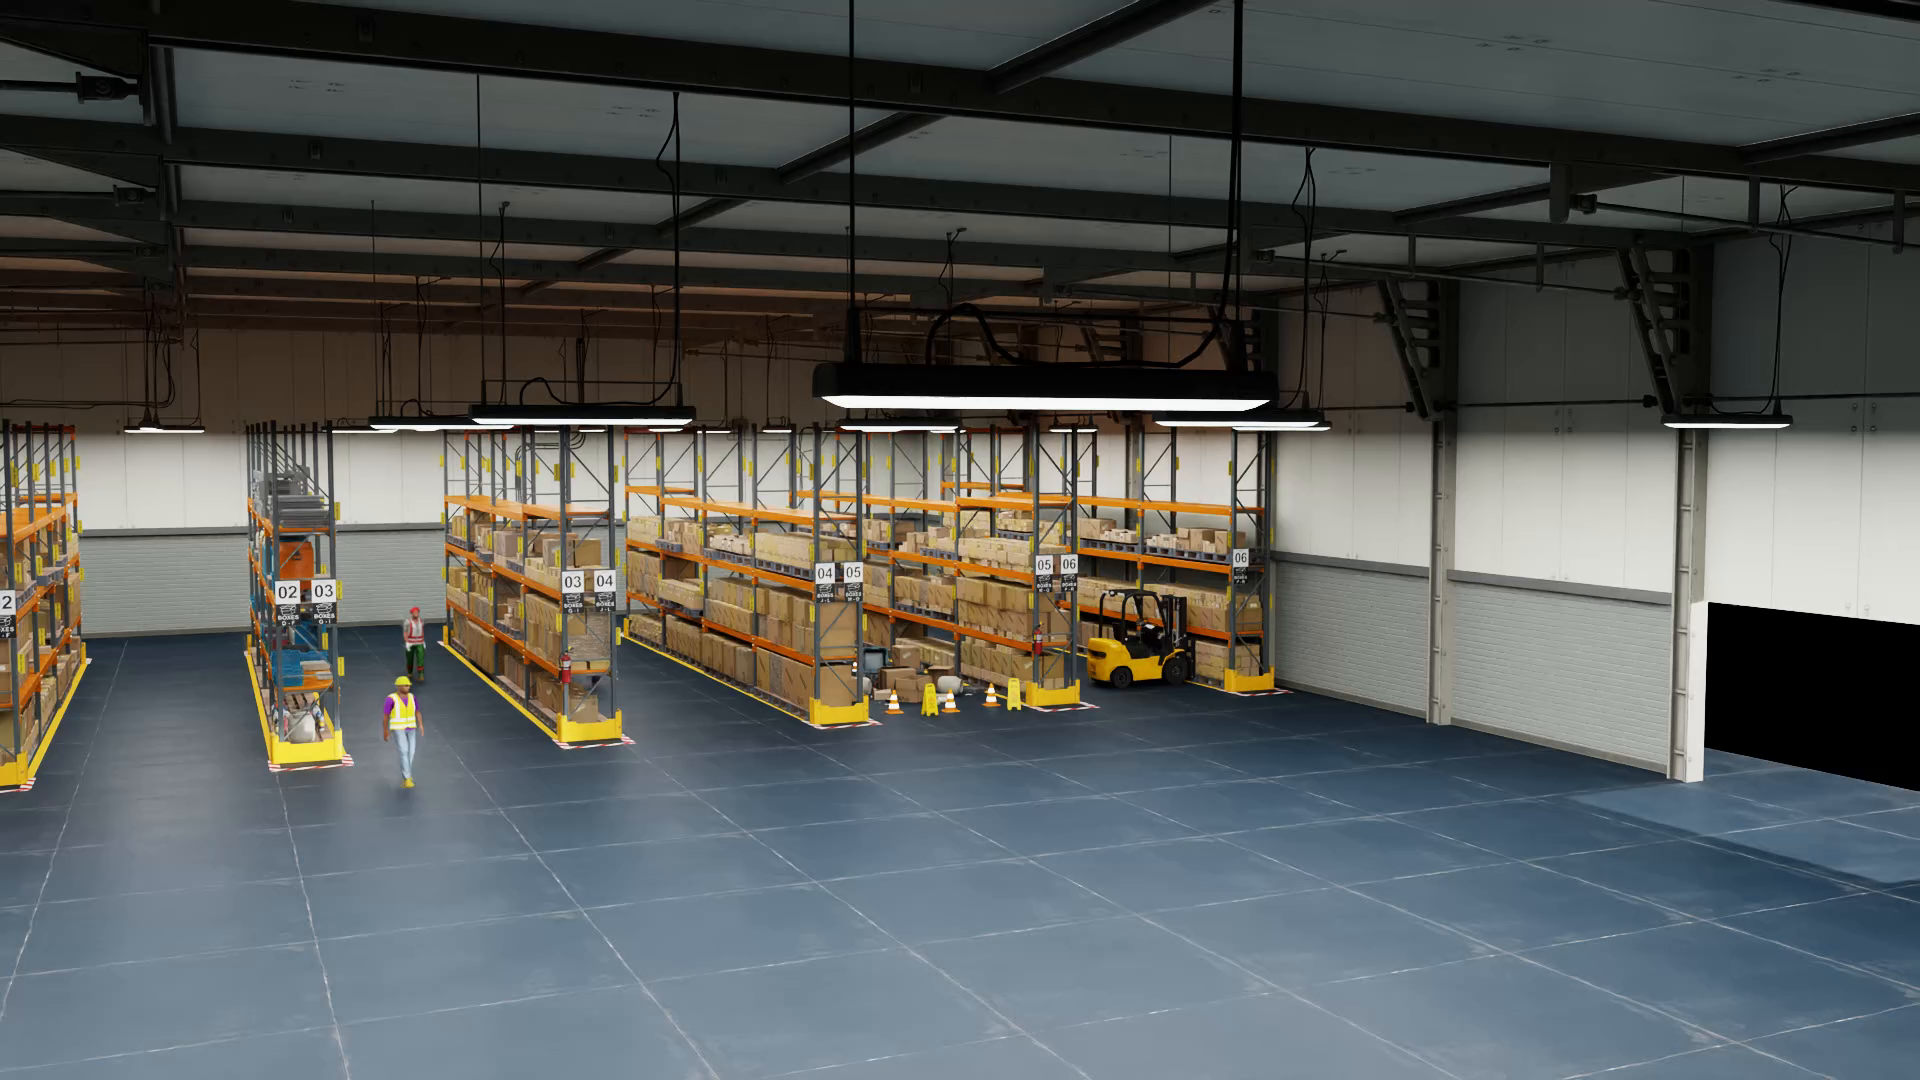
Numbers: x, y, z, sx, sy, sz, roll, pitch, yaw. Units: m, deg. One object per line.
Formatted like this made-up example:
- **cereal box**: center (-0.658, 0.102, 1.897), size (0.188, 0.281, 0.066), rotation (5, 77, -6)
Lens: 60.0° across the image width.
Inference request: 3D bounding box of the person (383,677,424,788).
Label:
- **person**: center (-9.090, 3.150, 27.378), size (0.782, 1.761, 0.600), rotation (3, 5, 43)

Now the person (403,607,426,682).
- **person**: center (-12.699, 2.422, 38.737), size (0.533, 1.731, 1.098), rotation (-2, 4, -28)

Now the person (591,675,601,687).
- **person**: center (-8.274, 2.572, 37.895), size (0.553, 1.585, 0.552), rotation (-2, 4, -29)
